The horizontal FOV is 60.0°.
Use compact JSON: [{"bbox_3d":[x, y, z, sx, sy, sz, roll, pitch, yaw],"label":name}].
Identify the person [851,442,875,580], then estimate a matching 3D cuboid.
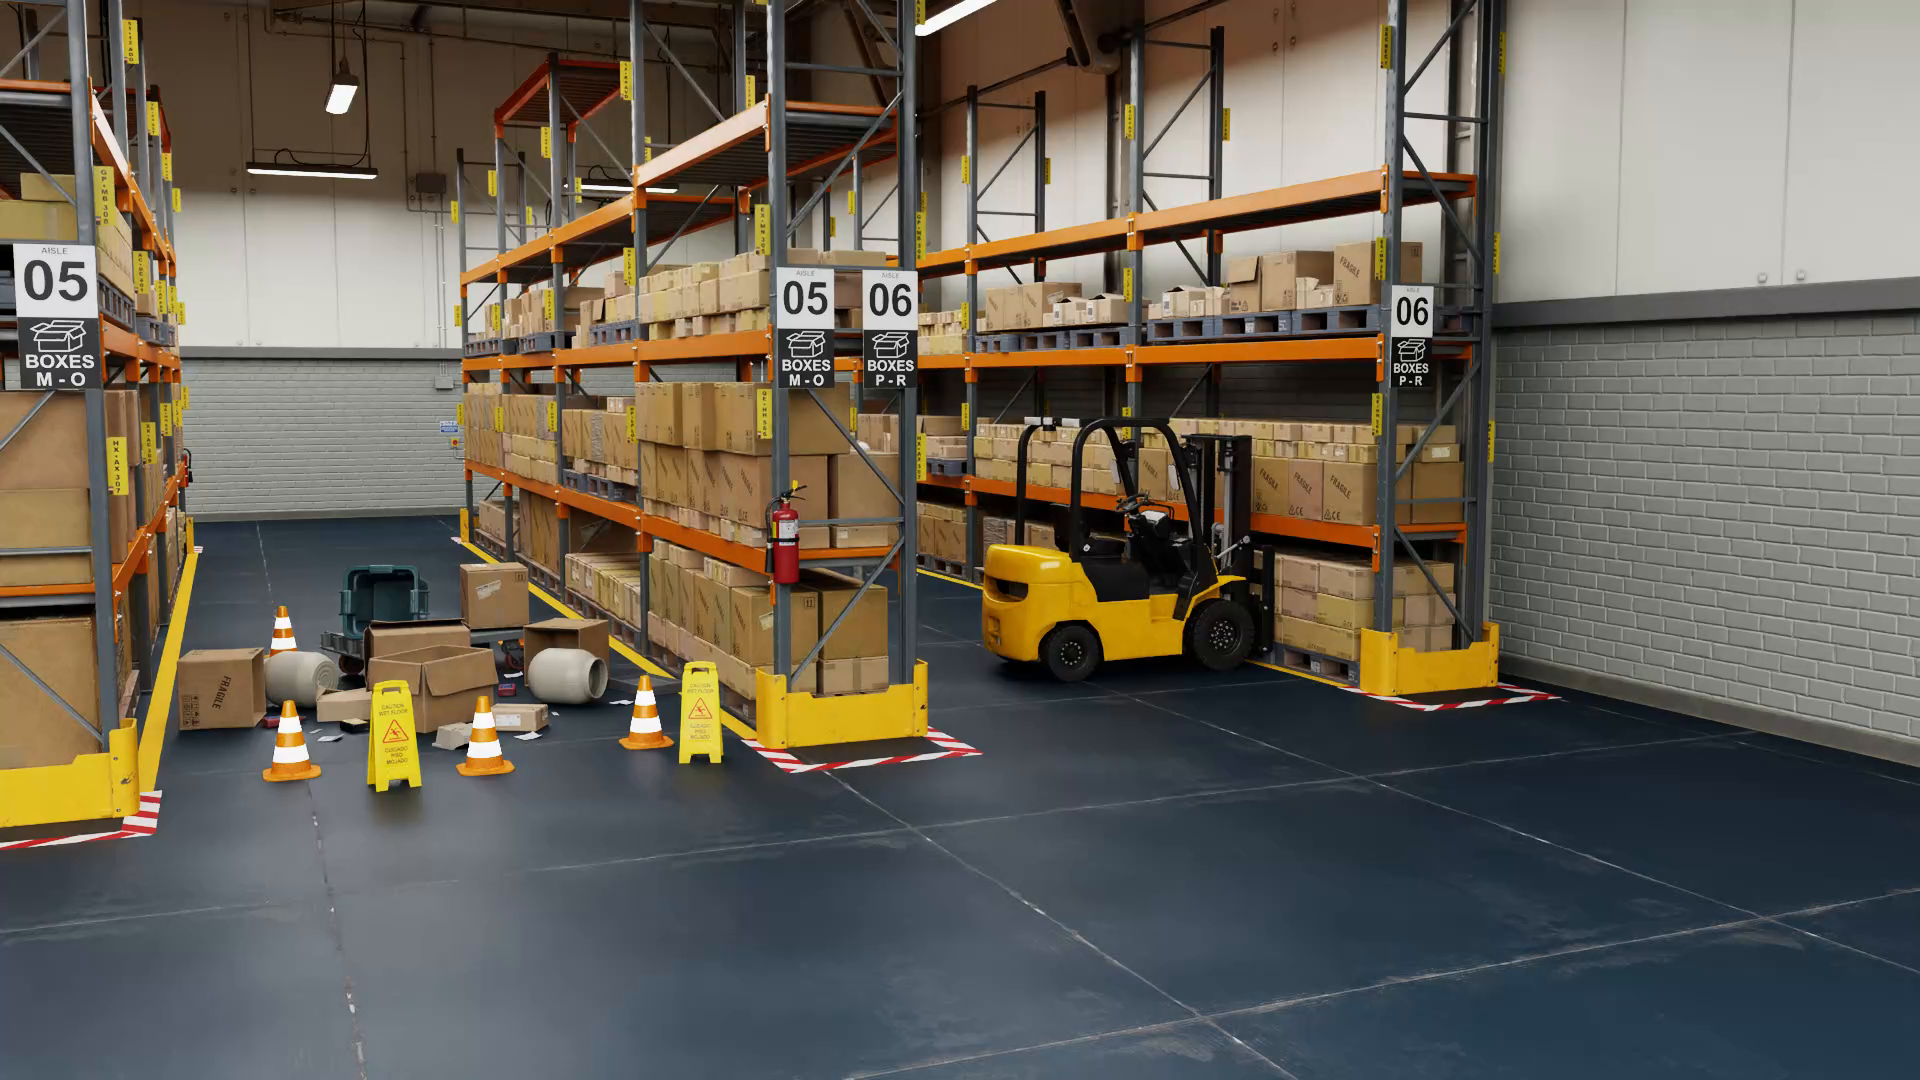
[{"bbox_3d":[-1.191,-0.327,20.082,0.563,1.712,1.049,0,5,-3],"label":"person"}]
